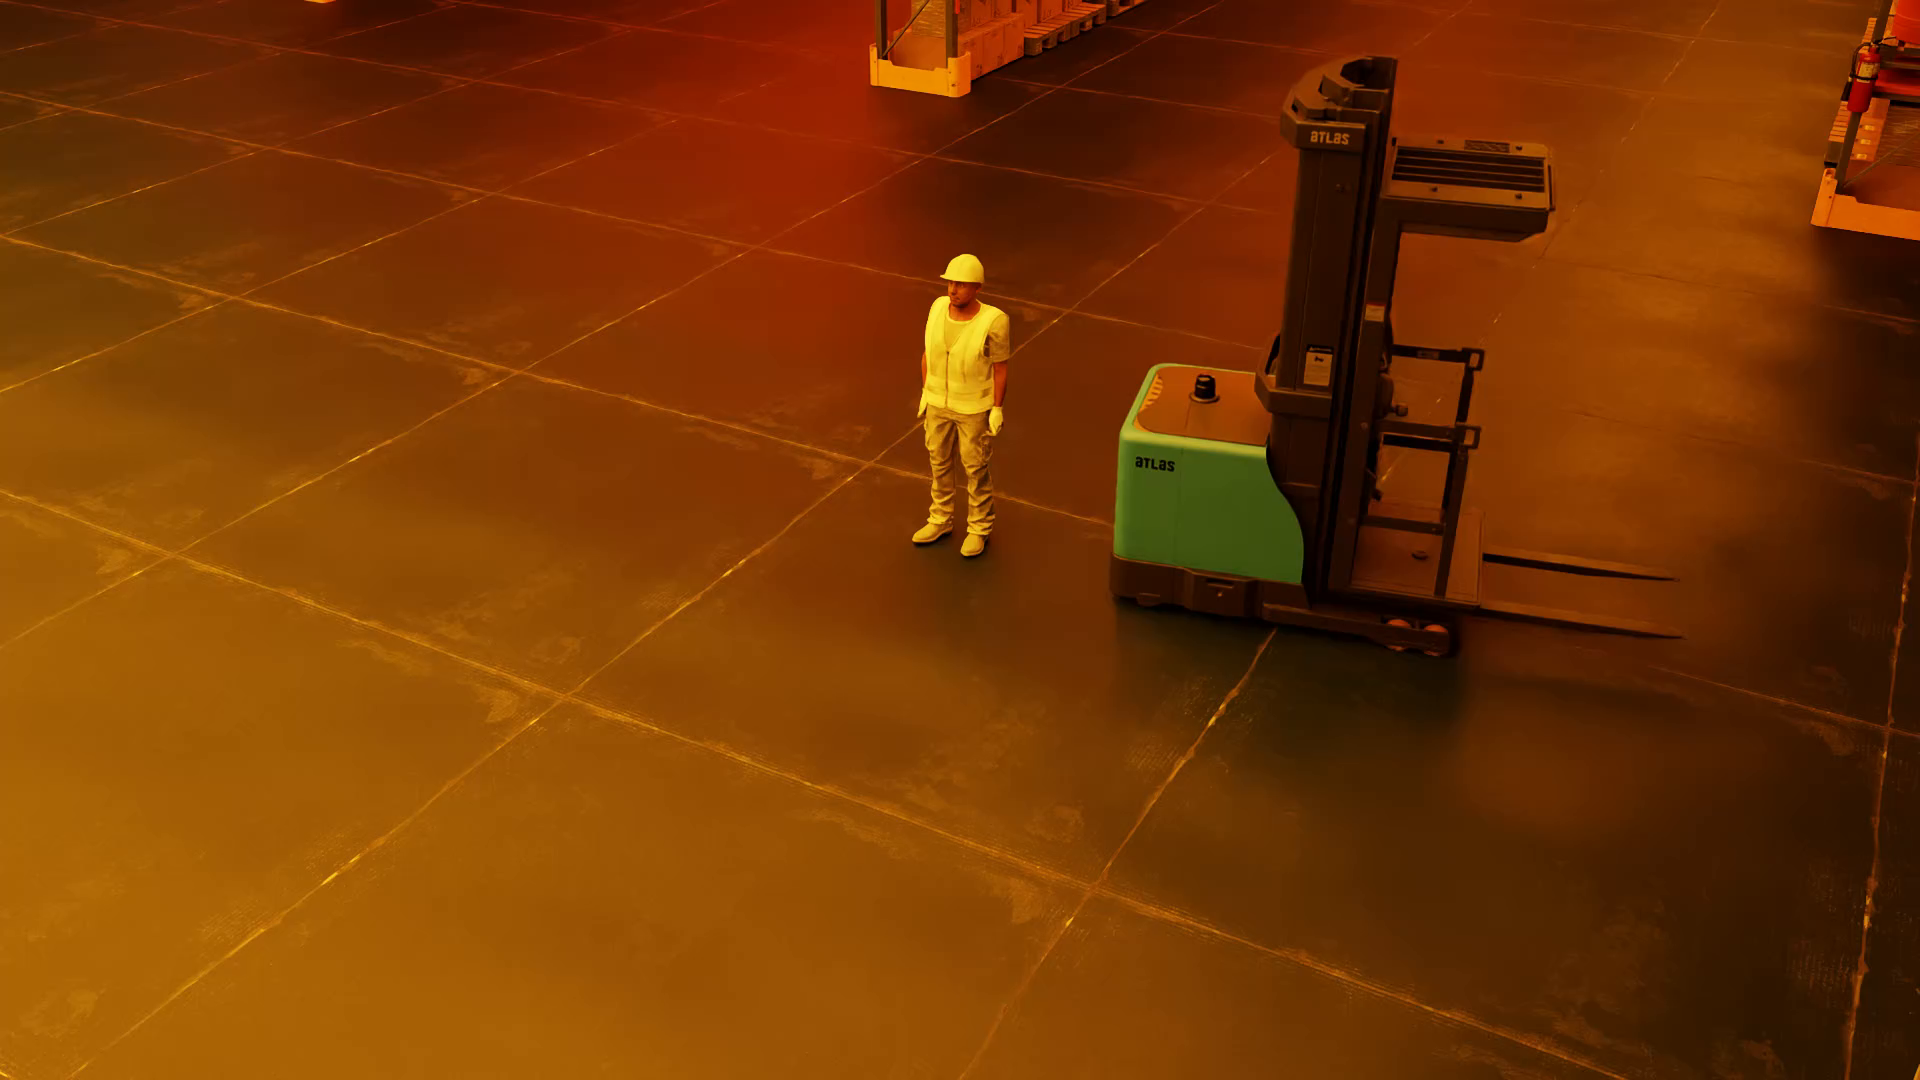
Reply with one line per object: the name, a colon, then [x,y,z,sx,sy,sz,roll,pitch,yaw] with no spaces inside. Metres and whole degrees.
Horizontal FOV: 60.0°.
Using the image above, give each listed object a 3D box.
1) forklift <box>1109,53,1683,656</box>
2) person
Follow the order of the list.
forklift: [2.417,-0.942,8.703,3.031,2.935,1.130,8,31,14]
person: [0.001,-0.771,9.554,0.543,1.789,0.387,15,33,25]
